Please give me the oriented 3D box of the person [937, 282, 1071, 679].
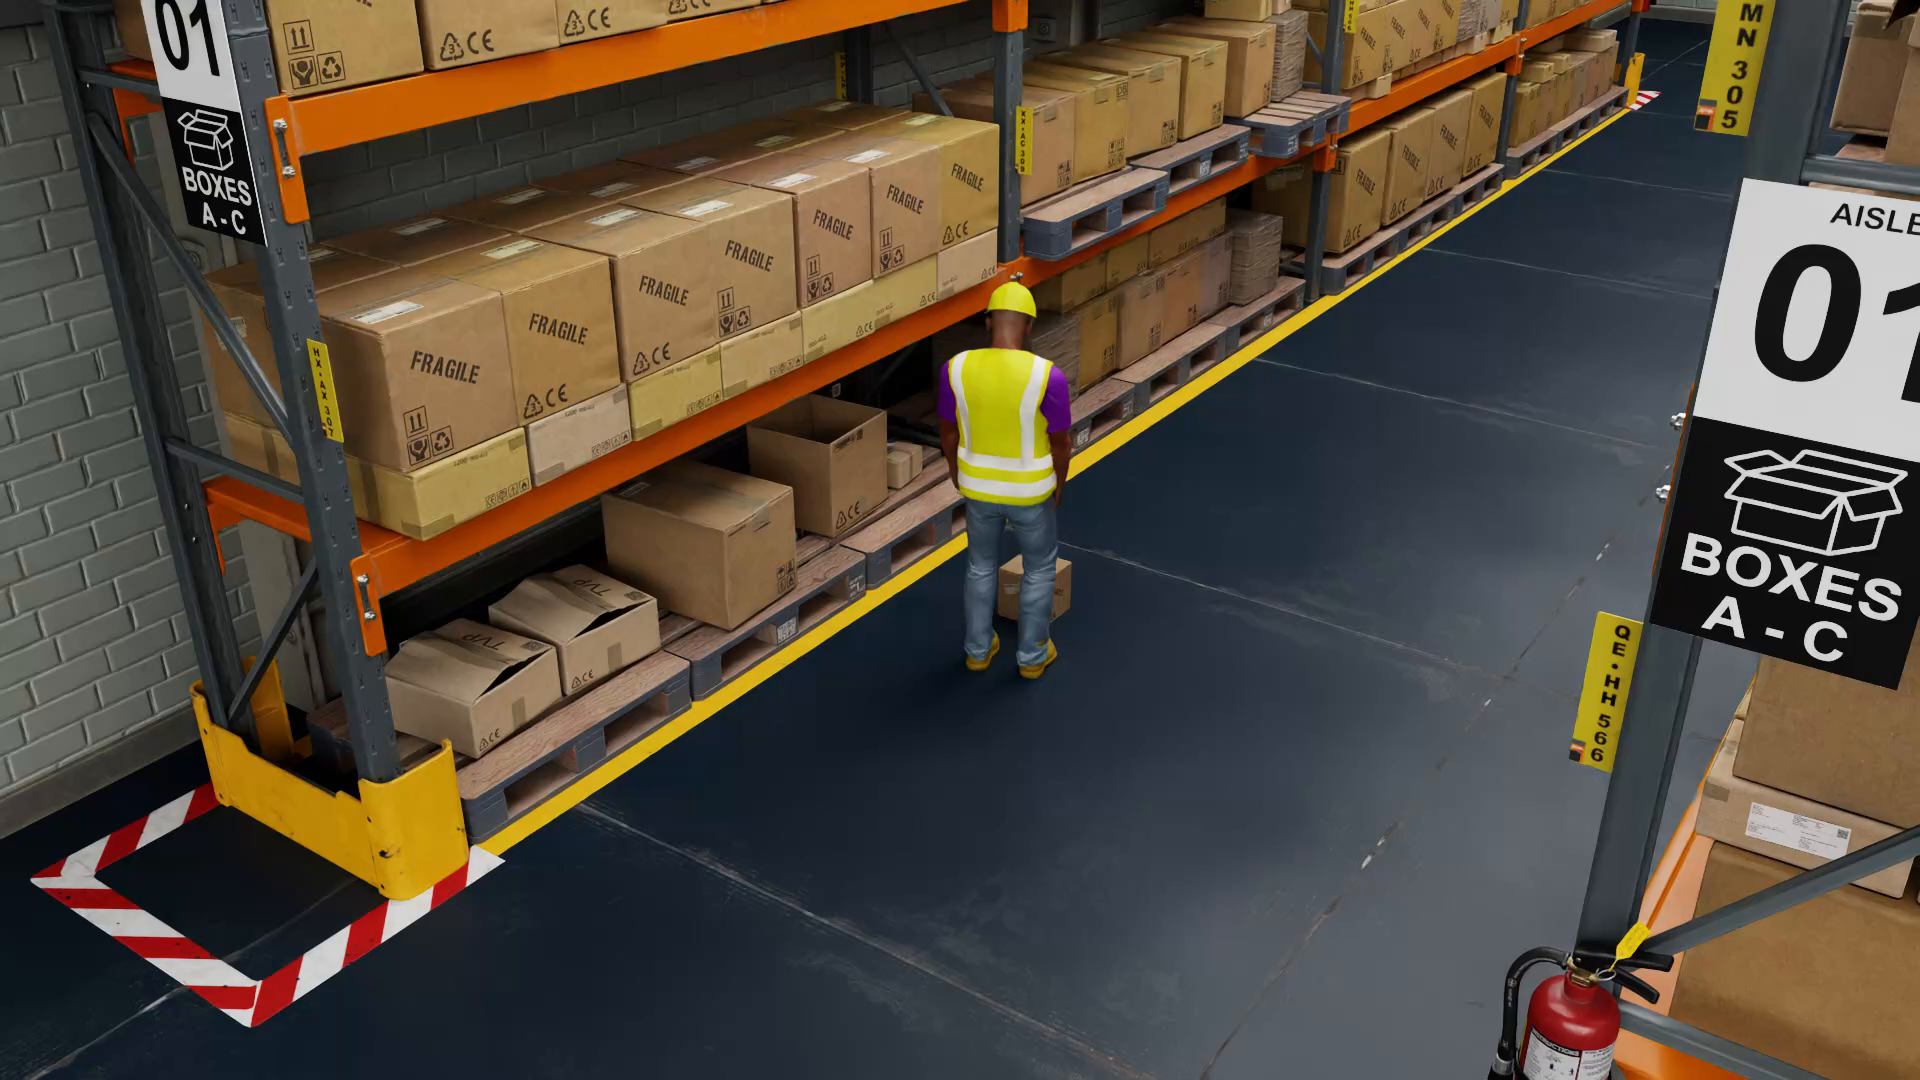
[{"bbox_3d":[0.195,-0.243,7.103,0.581,1.737,0.409,9,28,17],"label":"person"}]
